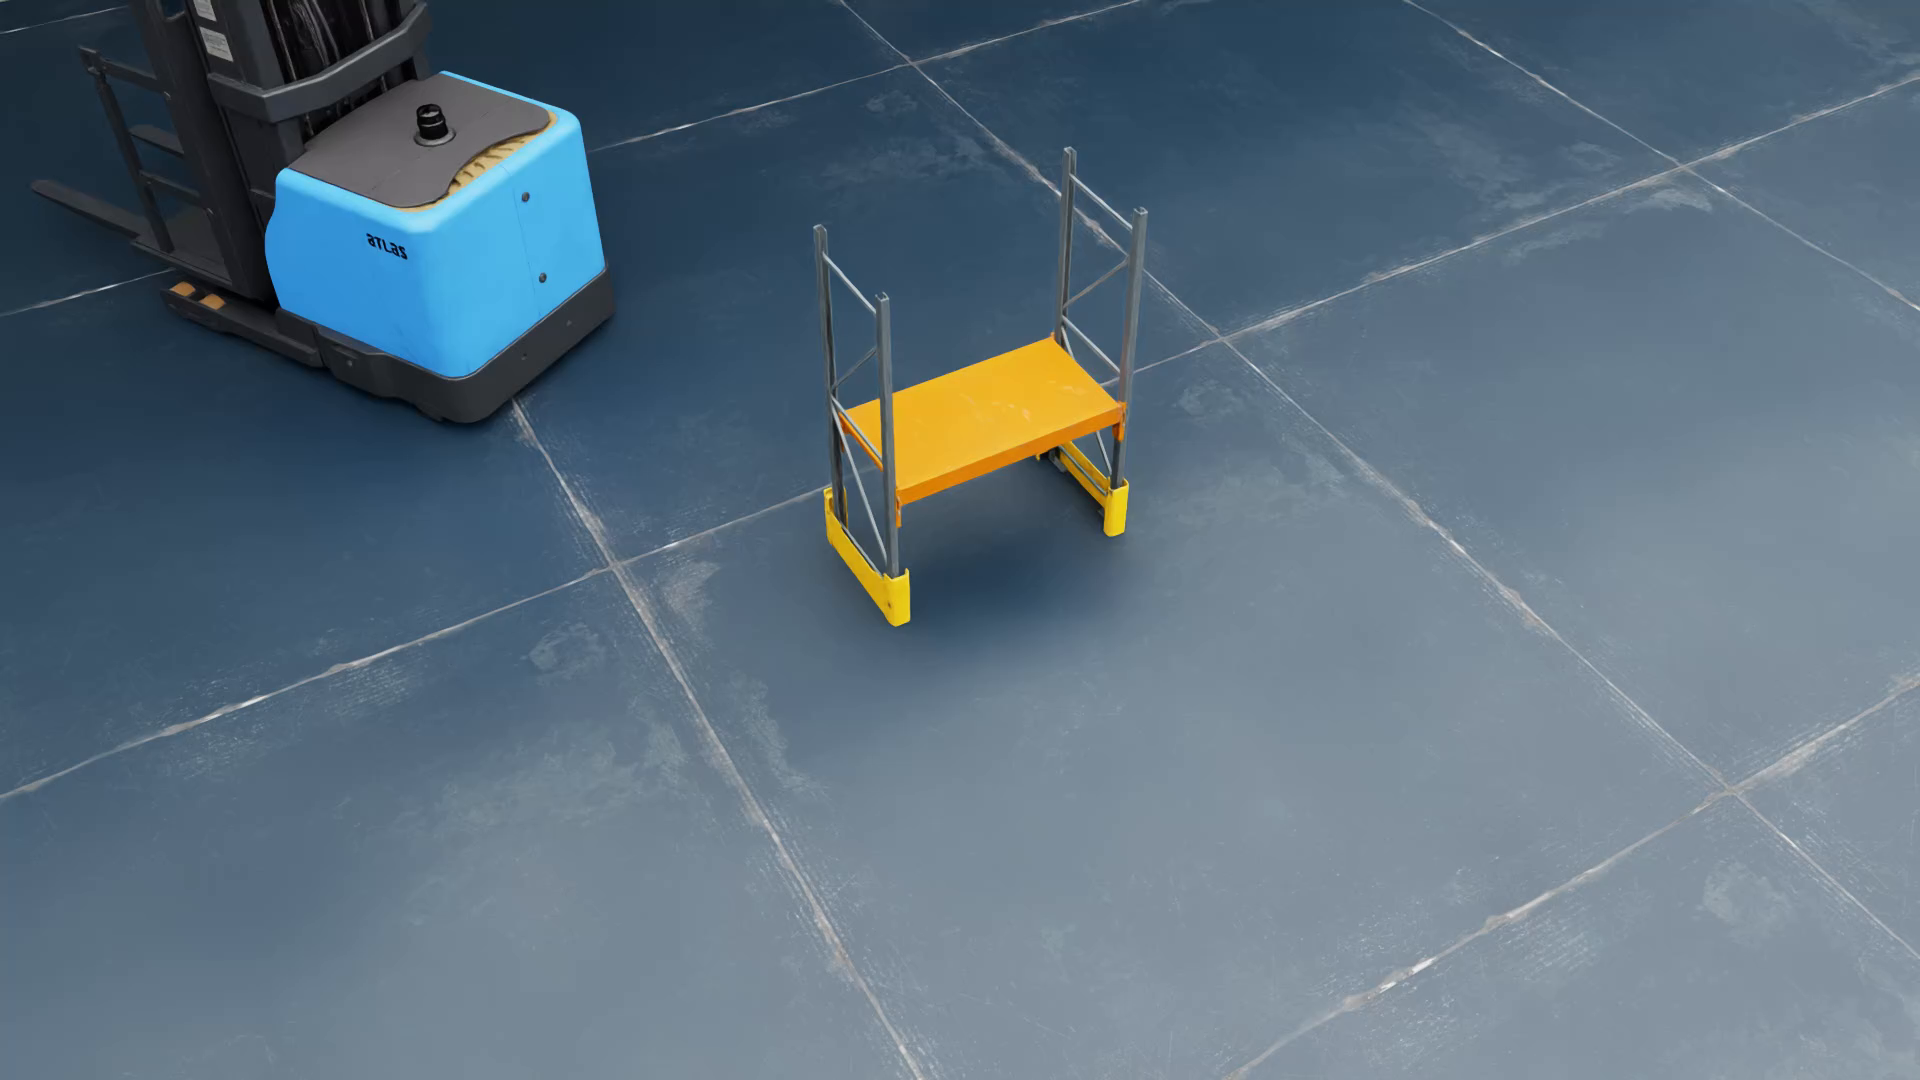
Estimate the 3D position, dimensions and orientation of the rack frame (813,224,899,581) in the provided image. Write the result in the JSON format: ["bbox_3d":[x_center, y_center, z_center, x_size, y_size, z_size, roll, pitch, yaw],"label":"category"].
[{"bbox_3d":[-0.367,-0.391,6.076,0.032,1.500,0.500,-22,48,-21],"label":"rack frame"}]

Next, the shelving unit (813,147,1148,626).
[{"bbox_3d":[0.066,-0.565,6.255,1.083,1.500,0.587,-22,48,-21],"label":"shelving unit"}]

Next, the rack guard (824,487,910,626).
[{"bbox_3d":[-0.366,0.057,6.512,0.087,0.250,0.587,-22,48,-21],"label":"rack guard"}]

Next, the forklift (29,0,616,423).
[{"bbox_3d":[-3.140,-2.321,7.037,3.031,2.935,1.130,22,48,21],"label":"forklift"}]

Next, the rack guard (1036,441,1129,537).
[{"bbox_3d":[0.498,-0.289,6.868,0.087,0.250,0.587,-22,48,-21],"label":"rack guard"}]

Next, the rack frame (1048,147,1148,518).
[{"bbox_3d":[0.515,-0.744,6.440,0.032,1.500,0.500,-22,48,-21],"label":"rack frame"}]

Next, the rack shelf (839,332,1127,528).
[{"bbox_3d":[0.074,-0.439,6.383,1.000,0.185,0.538,-22,48,-21],"label":"rack shelf"}]
